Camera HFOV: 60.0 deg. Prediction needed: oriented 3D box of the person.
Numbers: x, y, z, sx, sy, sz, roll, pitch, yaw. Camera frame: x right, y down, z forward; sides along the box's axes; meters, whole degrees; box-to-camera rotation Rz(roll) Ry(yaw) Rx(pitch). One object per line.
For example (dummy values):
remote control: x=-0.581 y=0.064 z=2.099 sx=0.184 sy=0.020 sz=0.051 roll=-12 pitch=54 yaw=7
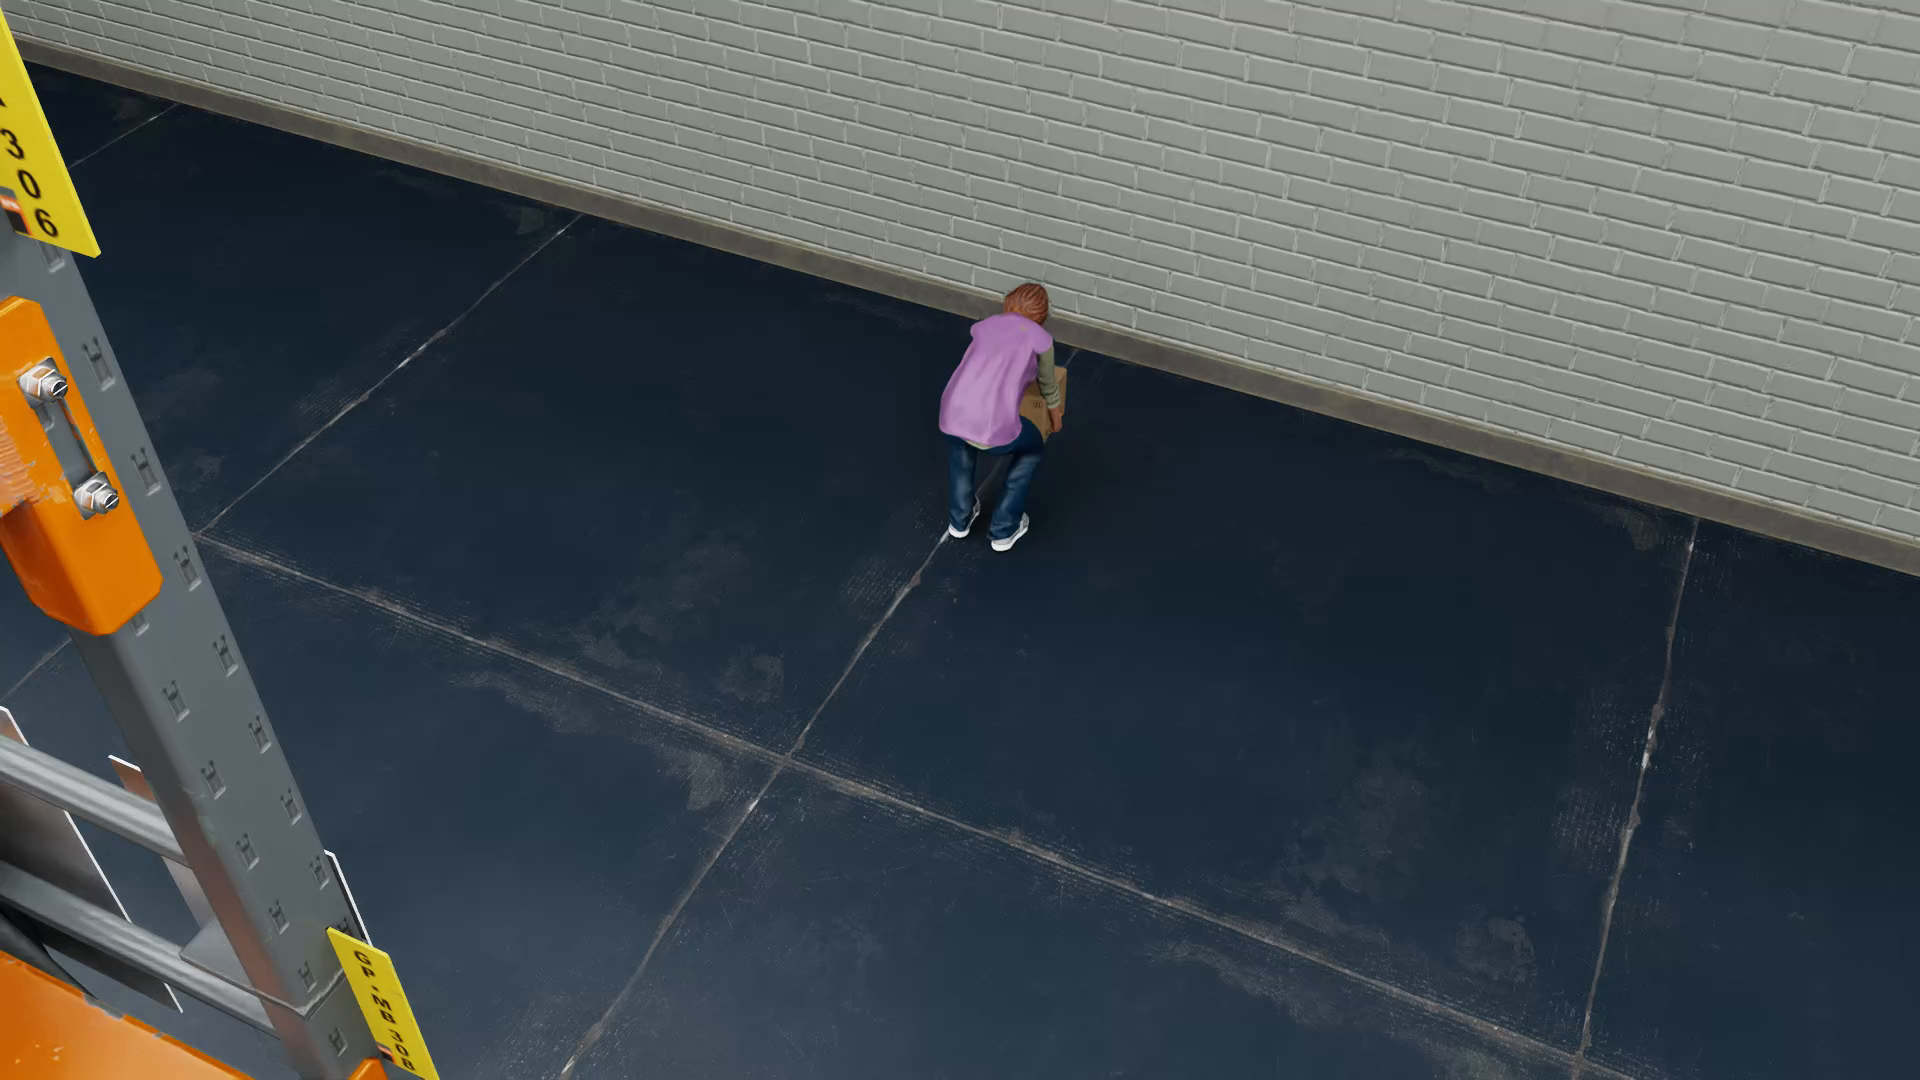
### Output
person: x=0.183 y=-0.509 z=7.179 sx=0.421 sy=0.980 sz=0.861 roll=15 pitch=45 yaw=16
